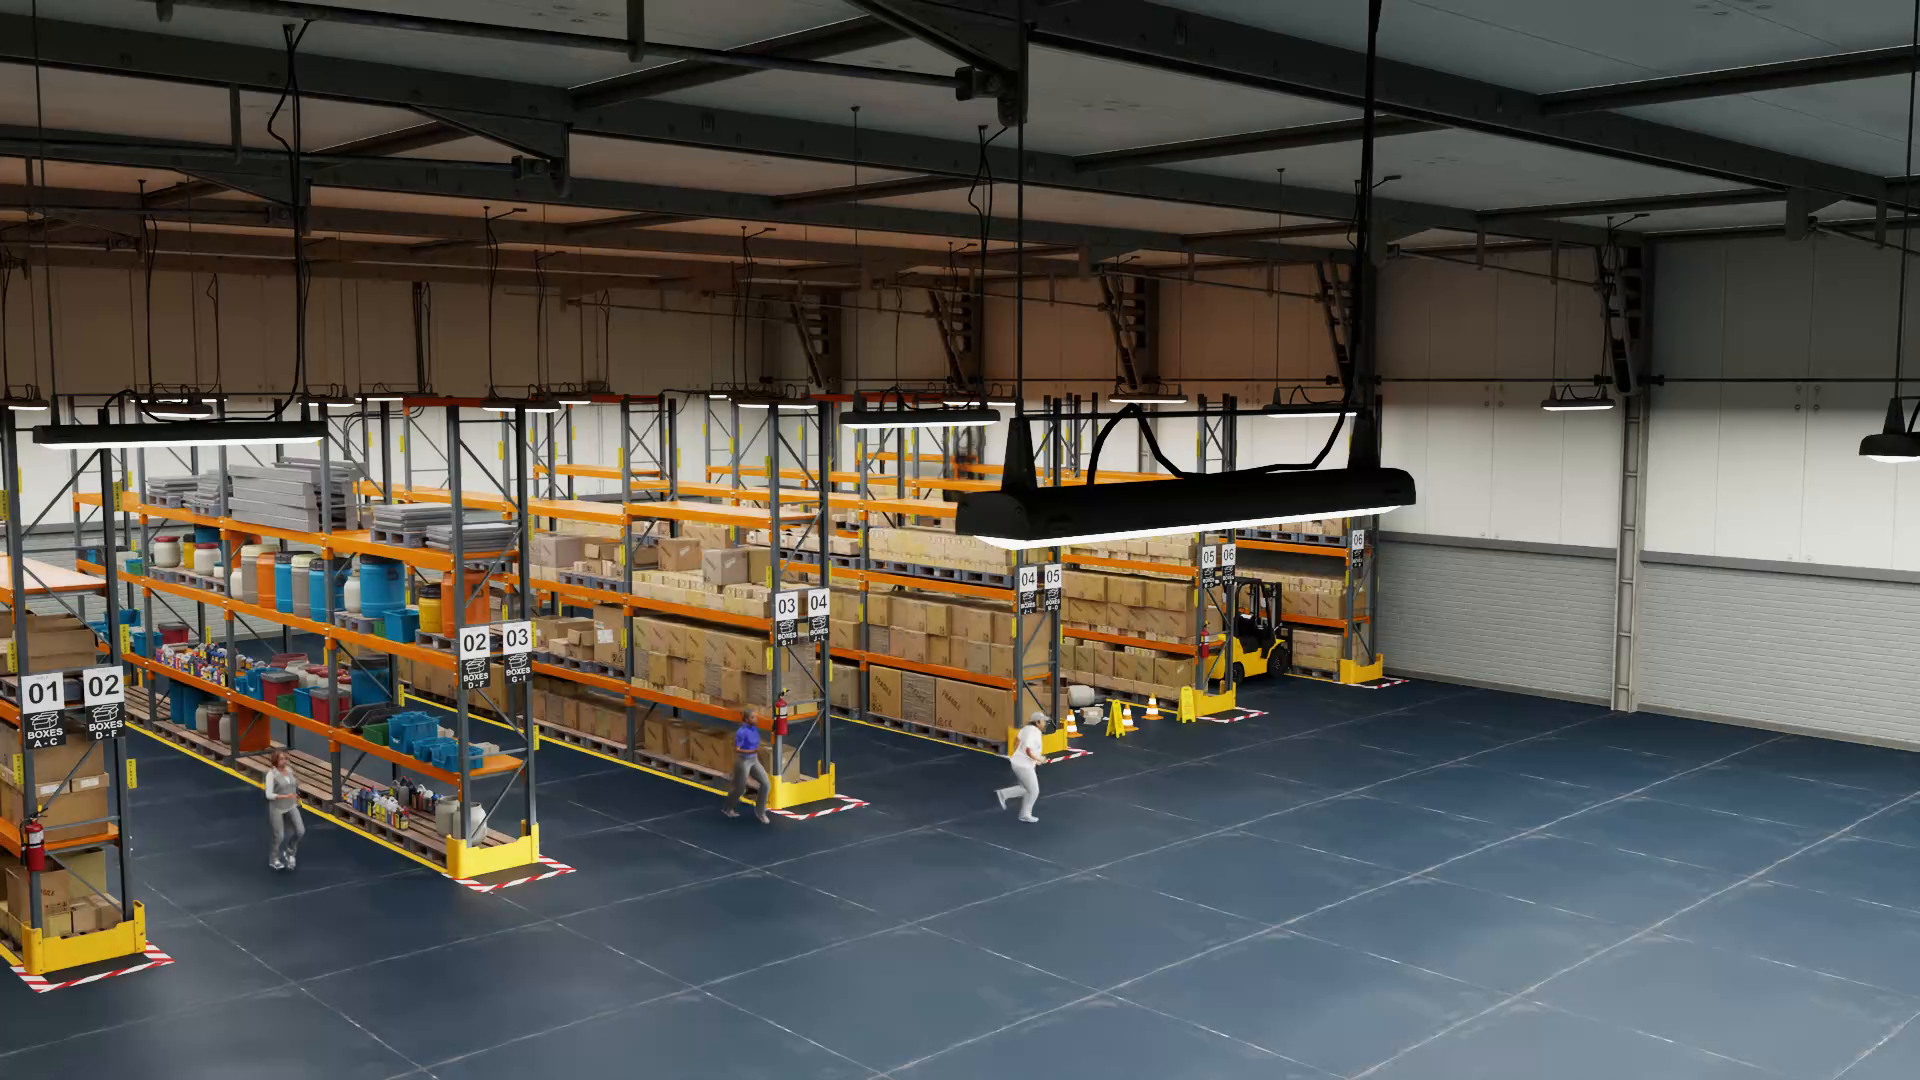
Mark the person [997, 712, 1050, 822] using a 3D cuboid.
[{"bbox_3d":[0.907,3.253,23.793,0.759,1.612,0.572,0,6,-2],"label":"person"}]

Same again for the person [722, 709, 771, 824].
[{"bbox_3d":[-3.051,3.235,23.755,0.774,1.689,0.590,3,6,30],"label":"person"}]

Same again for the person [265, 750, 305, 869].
[{"bbox_3d":[-8.663,3.469,21.333,0.636,1.570,0.510,4,7,37],"label":"person"}]
